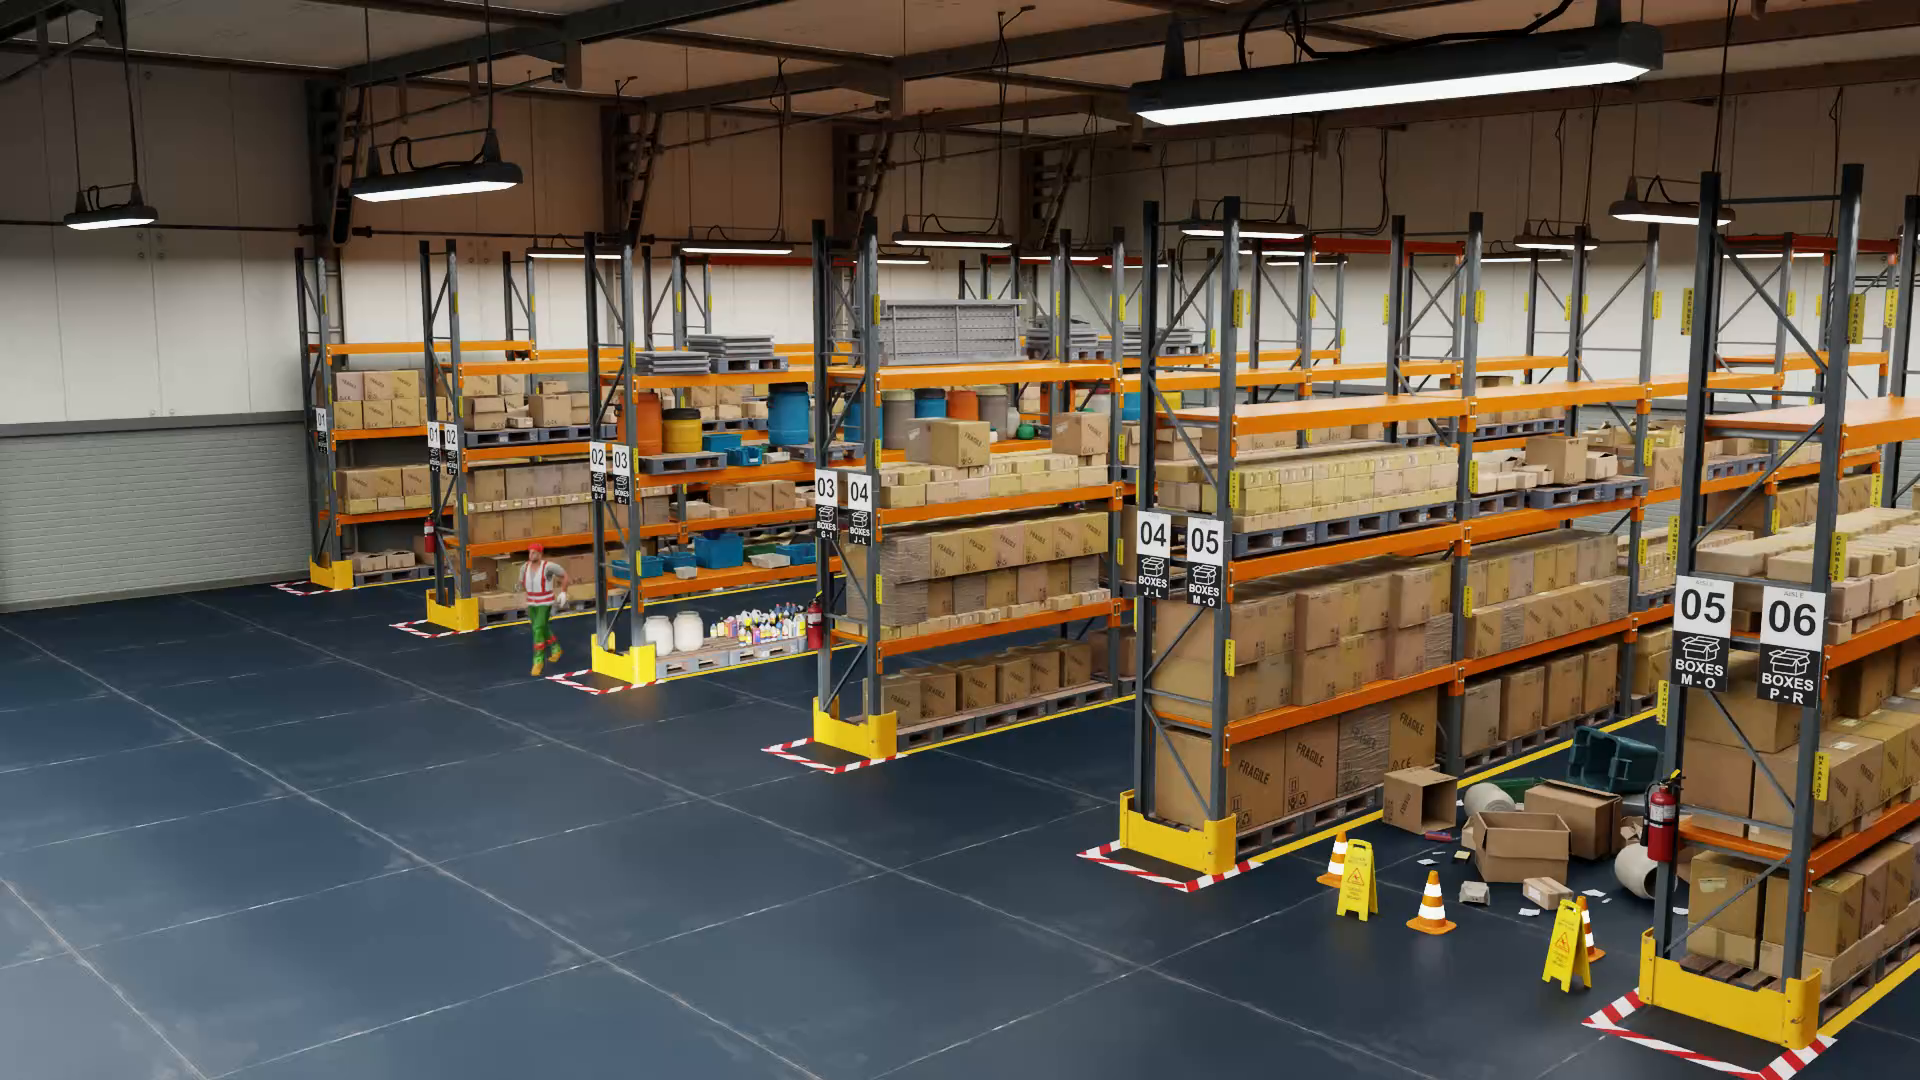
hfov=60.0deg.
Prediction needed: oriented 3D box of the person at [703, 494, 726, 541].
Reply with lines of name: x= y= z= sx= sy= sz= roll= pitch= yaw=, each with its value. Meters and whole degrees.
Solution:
person: x=-4.594 y=-0.205 z=31.448 sx=0.614 sy=1.588 sz=0.575 roll=7 pitch=11 yaw=41

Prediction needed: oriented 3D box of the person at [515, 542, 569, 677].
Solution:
person: x=-5.806 y=0.918 z=23.071 sx=0.676 sy=1.820 sz=0.882 roll=4 pitch=9 yaw=24
